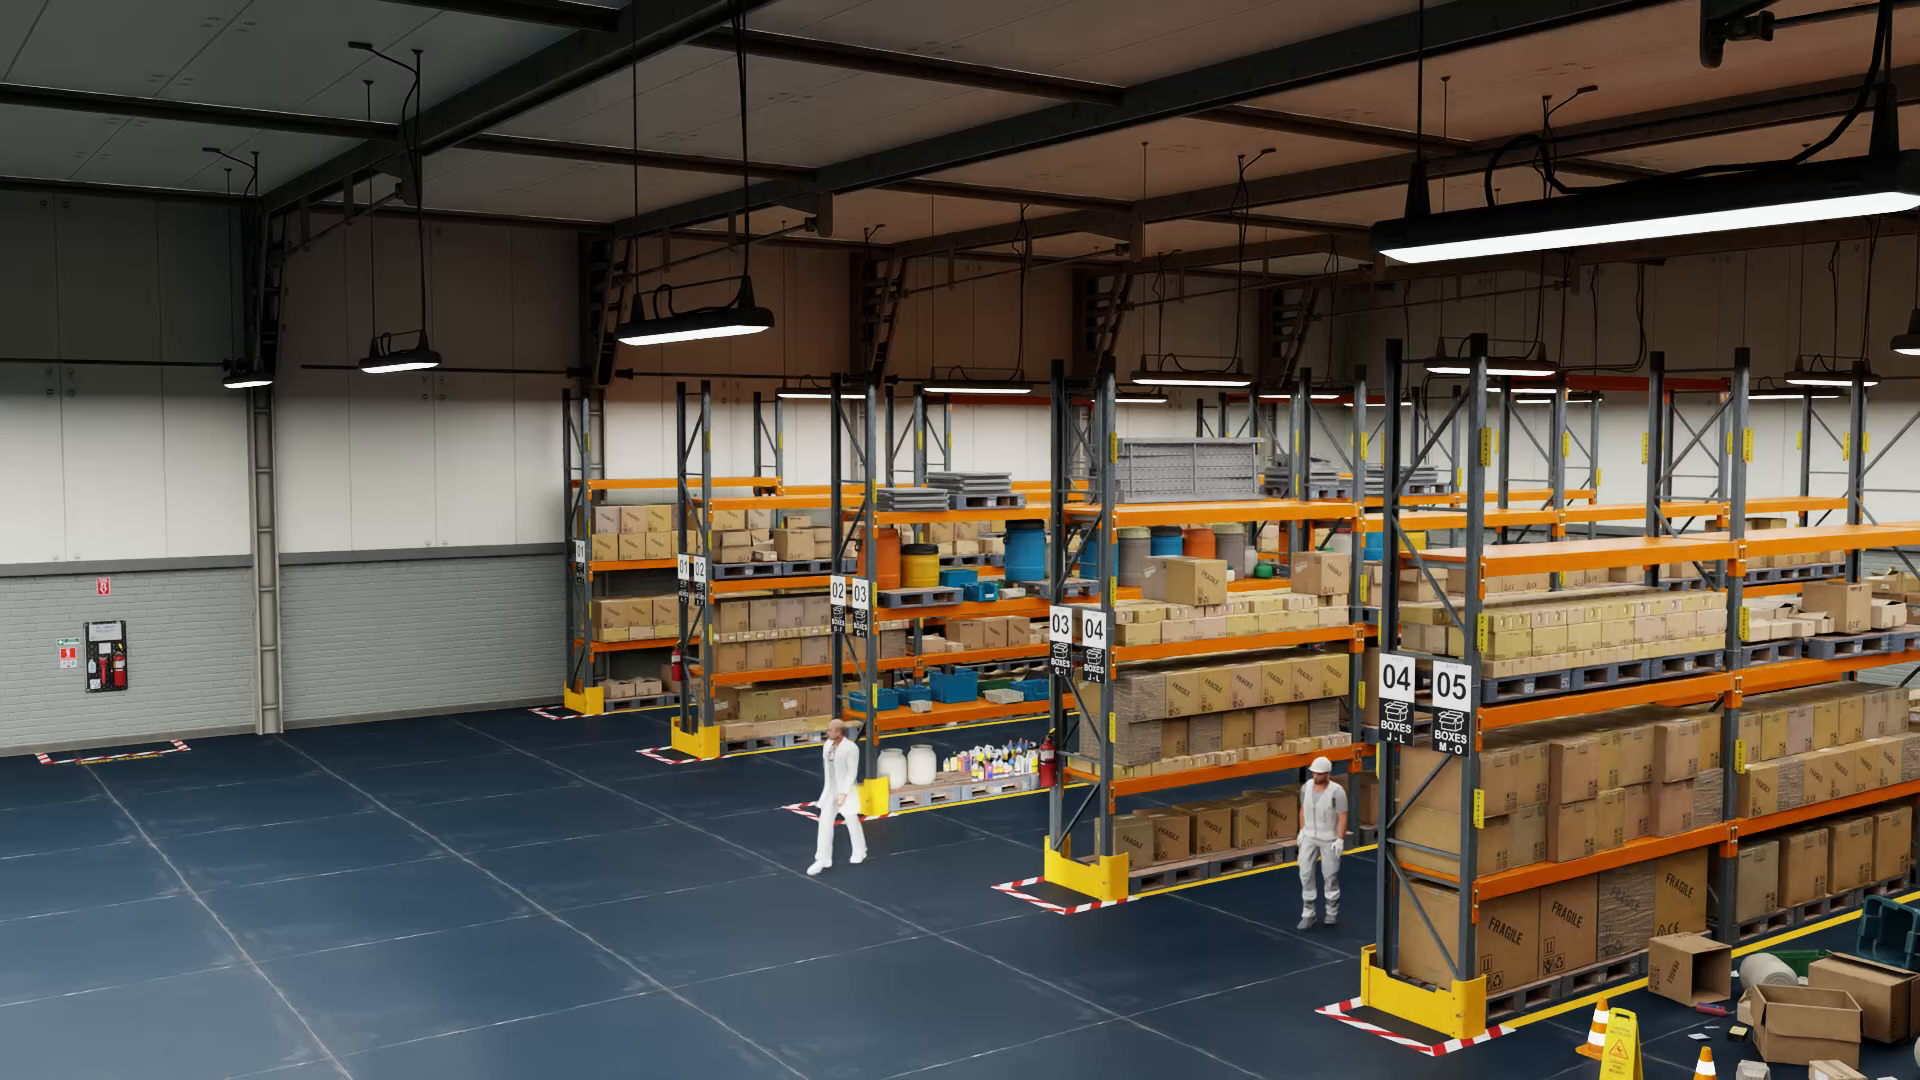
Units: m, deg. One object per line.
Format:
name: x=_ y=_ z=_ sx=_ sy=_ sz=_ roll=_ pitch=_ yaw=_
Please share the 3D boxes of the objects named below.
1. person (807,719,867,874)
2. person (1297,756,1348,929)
person: x=-1.455 y=3.007 z=19.727 sx=0.605 sy=1.764 sz=0.948 roll=2 pitch=4 yaw=34
person: x=3.786 y=3.173 z=17.395 sx=0.611 sy=1.850 sz=0.496 roll=3 pitch=5 yaw=39
